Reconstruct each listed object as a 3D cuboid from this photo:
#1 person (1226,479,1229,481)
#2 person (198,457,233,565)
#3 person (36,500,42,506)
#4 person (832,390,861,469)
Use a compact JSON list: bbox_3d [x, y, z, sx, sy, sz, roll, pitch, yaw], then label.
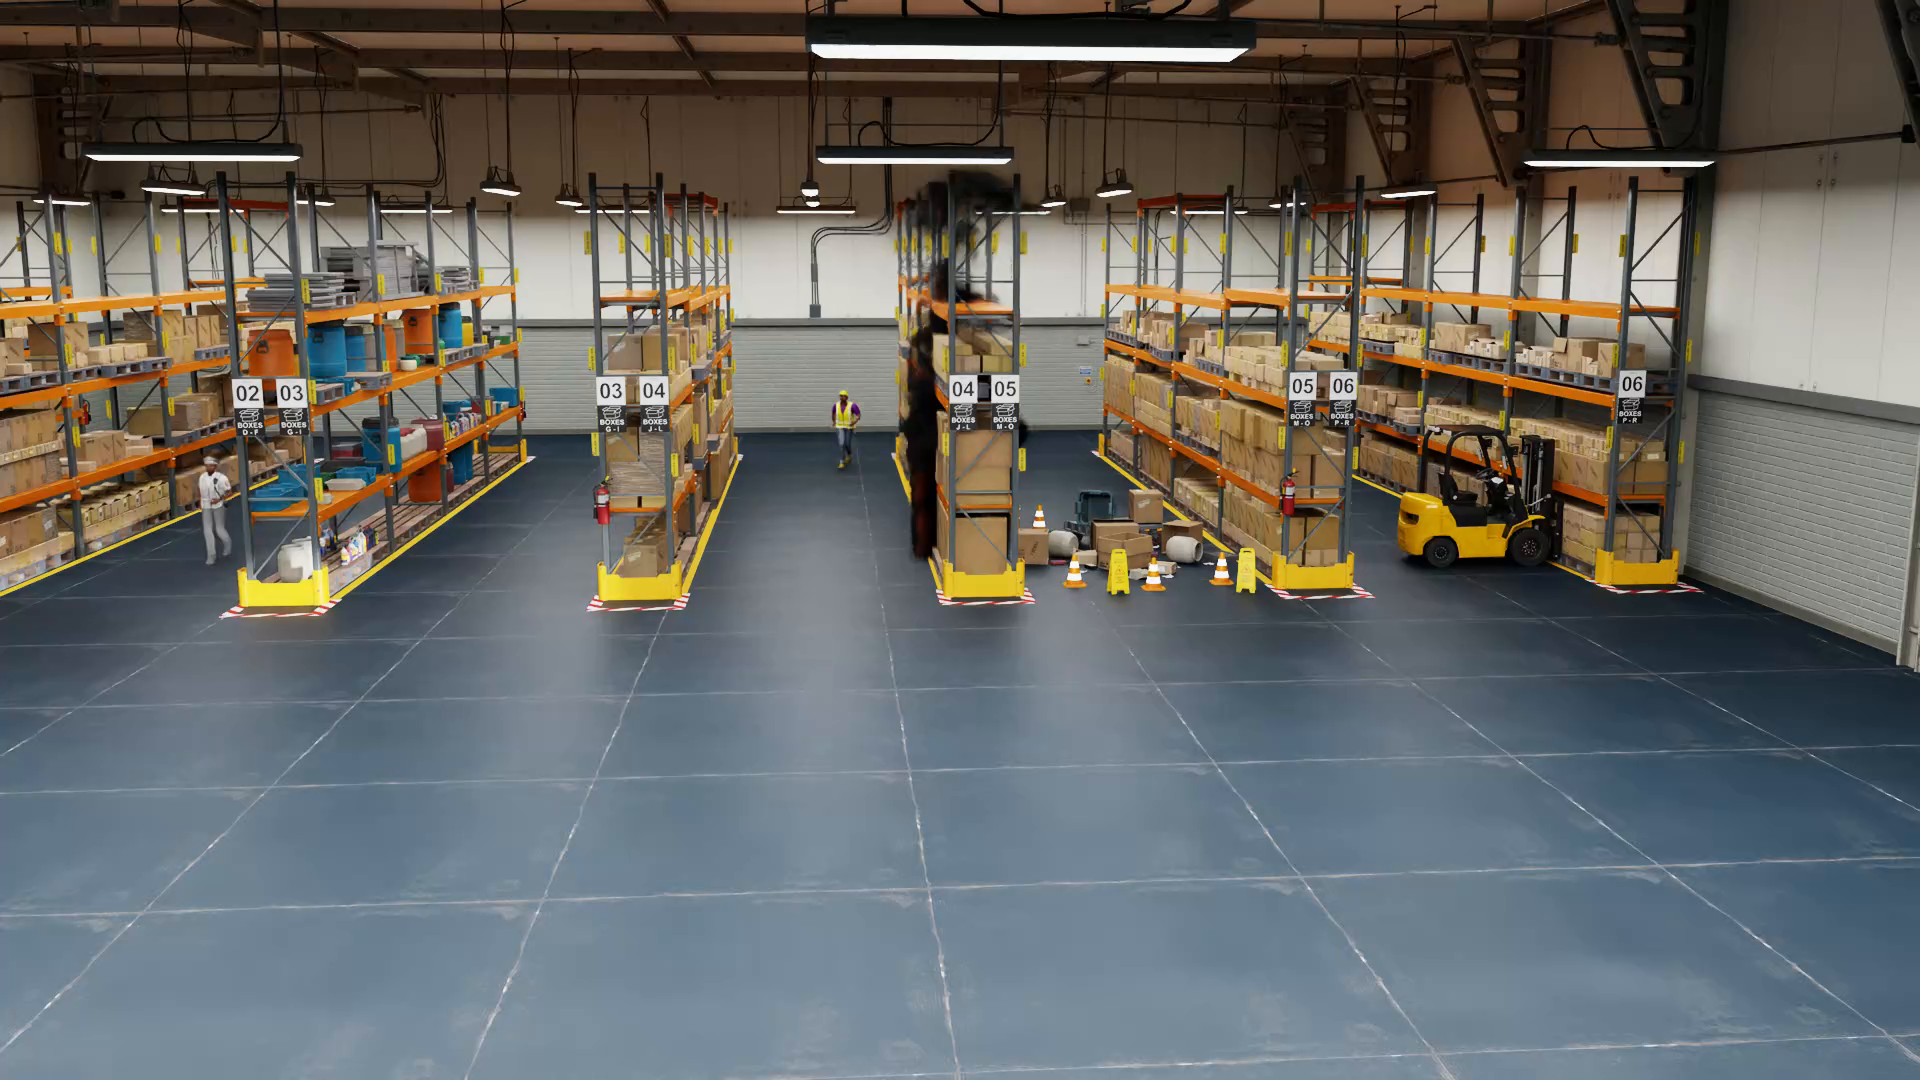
[{"bbox_3d":[5.828,-2.129,35.903,0.642,1.706,0.542,-1,10,-5],"label":"person"},{"bbox_3d":[-11.951,-0.484,26.696,0.592,1.734,0.781,-1,10,-4],"label":"person"},{"bbox_3d":[-17.335,-1.261,30.844,0.611,1.681,0.921,-3,10,-16],"label":"person"},{"bbox_3d":[-2.604,-2.547,38.018,0.694,1.757,0.825,1,10,5],"label":"person"}]
